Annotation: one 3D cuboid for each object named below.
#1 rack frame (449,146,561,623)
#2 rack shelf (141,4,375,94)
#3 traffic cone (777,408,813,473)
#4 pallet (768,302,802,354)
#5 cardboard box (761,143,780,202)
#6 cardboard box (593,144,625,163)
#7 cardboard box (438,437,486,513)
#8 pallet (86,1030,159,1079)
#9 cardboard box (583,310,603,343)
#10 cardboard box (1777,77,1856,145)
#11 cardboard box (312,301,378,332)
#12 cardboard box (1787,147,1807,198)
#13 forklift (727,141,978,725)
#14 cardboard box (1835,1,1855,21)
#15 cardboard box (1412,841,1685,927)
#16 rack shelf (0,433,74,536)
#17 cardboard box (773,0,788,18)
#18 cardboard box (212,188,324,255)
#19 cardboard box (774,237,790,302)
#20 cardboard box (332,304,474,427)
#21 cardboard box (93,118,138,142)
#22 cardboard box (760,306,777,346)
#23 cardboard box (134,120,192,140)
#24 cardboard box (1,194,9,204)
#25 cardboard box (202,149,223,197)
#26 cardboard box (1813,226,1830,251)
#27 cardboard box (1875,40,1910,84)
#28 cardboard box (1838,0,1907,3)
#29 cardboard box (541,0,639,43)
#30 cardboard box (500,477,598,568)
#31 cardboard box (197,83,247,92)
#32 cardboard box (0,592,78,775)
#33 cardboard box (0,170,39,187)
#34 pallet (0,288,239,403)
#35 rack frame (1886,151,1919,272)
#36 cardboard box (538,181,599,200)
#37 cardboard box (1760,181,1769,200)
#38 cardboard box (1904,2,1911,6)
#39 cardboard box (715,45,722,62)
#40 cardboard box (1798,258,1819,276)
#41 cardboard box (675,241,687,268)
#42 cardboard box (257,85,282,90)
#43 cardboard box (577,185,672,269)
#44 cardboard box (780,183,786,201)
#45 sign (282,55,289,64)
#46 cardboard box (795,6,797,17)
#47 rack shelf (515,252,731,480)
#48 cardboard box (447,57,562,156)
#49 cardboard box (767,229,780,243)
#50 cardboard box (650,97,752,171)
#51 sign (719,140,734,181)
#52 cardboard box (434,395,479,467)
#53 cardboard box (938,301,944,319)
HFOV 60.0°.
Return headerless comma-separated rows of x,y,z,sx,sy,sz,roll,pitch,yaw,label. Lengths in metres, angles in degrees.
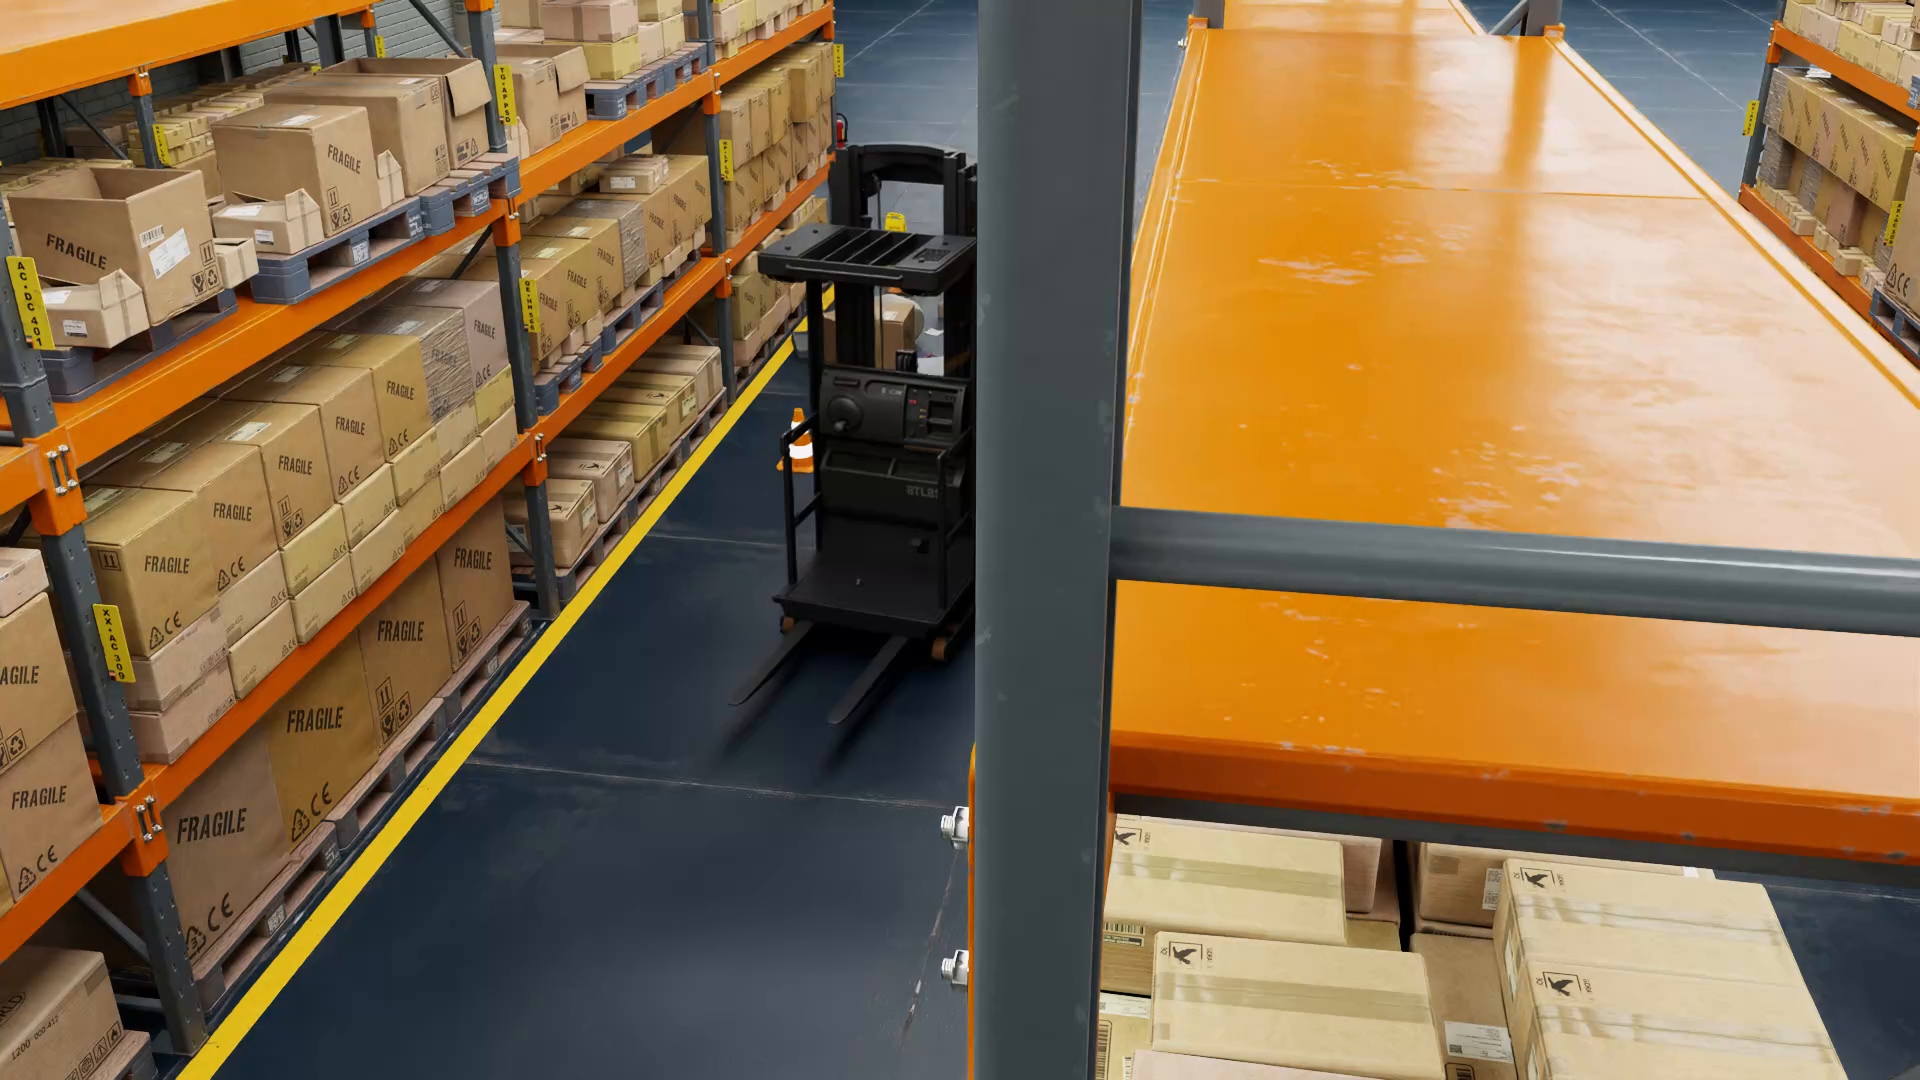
-3.080,-0.892,10.118,1.000,3.000,0.127,4,25,9,rack frame
-6.997,-4.777,15.727,1.077,0.370,4.000,4,25,9,rack shelf
-1.248,-0.801,12.915,0.336,0.463,0.334,4,25,9,traffic cone
-2.154,-2.097,15.982,1.003,0.211,1.213,4,25,9,pallet
-1.925,-3.331,14.858,0.500,0.500,0.500,4,25,8,cardboard box
-2.852,-3.057,13.013,0.380,0.149,0.250,4,25,8,cardboard box
-2.974,-0.380,9.201,0.500,0.250,0.500,4,25,9,cardboard box
-3.935,2.356,6.467,1.003,0.211,1.213,4,25,9,pallet
-2.608,-1.433,11.073,0.380,0.149,0.250,4,25,9,cardboard box
7.557,-3.765,14.606,0.500,0.500,0.500,4,25,9,cardboard box
-3.473,-0.993,9.036,0.500,0.500,0.500,4,25,9,cardboard box
7.924,-3.286,14.763,0.875,0.500,0.500,4,25,9,cardboard box
-0.485,-0.772,9.942,1.130,2.935,3.031,8,26,17,forklift
7.485,-4.382,13.742,0.380,0.149,0.250,3,25,6,cardboard box
0.944,0.506,2.708,0.380,0.149,0.250,5,25,10,cardboard box
-4.060,0.584,4.274,1.077,0.370,4.000,4,25,9,rack shelf
-1.834,-4.792,14.737,0.500,0.250,0.500,4,25,9,cardboard box
-3.090,-1.447,7.428,0.396,0.266,0.258,6,26,13,cardboard box
-1.901,-2.519,15.457,0.500,0.500,0.500,5,26,11,cardboard box
-2.982,-0.941,8.925,0.500,0.500,0.500,4,25,9,cardboard box
-7.488,-3.638,14.750,0.380,0.149,0.250,3,25,7,cardboard box
-1.987,-1.962,15.152,0.500,0.250,0.500,5,26,11,cardboard box
-7.043,-3.611,14.692,0.380,0.149,0.250,4,25,9,cardboard box
-7.340,-2.552,12.781,0.380,0.149,0.250,4,25,9,cardboard box
-6.925,-3.339,15.228,0.500,0.500,0.500,4,25,9,cardboard box
7.355,-2.501,13.852,0.380,0.149,0.250,4,25,9,cardboard box
7.263,-3.596,12.532,0.500,0.250,0.500,5,25,10,cardboard box
7.495,-4.714,13.687,0.500,0.500,0.500,4,25,8,cardboard box
-2.540,-3.593,11.441,0.500,0.250,0.500,4,25,9,cardboard box
-2.978,-0.128,11.089,0.950,0.372,0.625,2,25,5,cardboard box
-7.255,-4.393,16.362,0.380,0.149,0.250,3,25,7,cardboard box
-3.538,0.499,5.848,0.500,0.500,0.500,4,25,8,cardboard box
-7.730,-2.902,13.527,0.380,0.149,0.250,4,25,8,cardboard box
-3.632,-0.878,6.775,0.805,0.209,1.217,3,25,6,pallet
7.351,-1.879,12.225,1.000,3.000,0.127,4,25,9,rack frame
-2.961,-2.344,12.255,0.500,0.500,0.500,4,25,8,cardboard box
7.663,-3.232,15.413,0.380,0.149,0.250,4,25,9,cardboard box
7.991,-4.461,13.910,0.380,0.149,0.250,4,25,9,cardboard box
-2.130,-3.925,13.354,0.380,0.149,0.250,4,25,8,cardboard box
7.886,-2.350,15.685,0.500,0.500,0.500,9,27,18,cardboard box
-2.305,-2.188,12.687,0.380,0.149,0.250,4,25,8,cardboard box
-6.630,-4.349,16.269,0.380,0.149,0.250,5,25,10,cardboard box
-2.445,-2.303,12.169,0.500,0.500,0.500,5,26,10,cardboard box
-1.826,-3.203,15.350,0.380,0.149,0.250,4,25,8,cardboard box
-7.217,-5.049,17.885,0.100,0.325,0.005,4,25,9,sign
-1.747,-4.998,15.647,0.380,0.149,0.250,4,25,9,cardboard box
-2.753,-1.403,12.058,1.077,0.370,4.000,4,25,9,rack shelf
-2.915,-2.692,10.306,0.700,0.500,0.500,4,25,9,cardboard box
-1.860,-2.748,15.180,0.380,0.149,0.250,5,26,12,cardboard box
-2.140,-3.367,13.757,0.700,0.500,0.500,4,25,8,cardboard box
-1.878,-3.053,13.368,0.100,0.325,0.005,4,25,9,sign
-2.989,-0.616,9.115,0.500,0.250,0.500,3,25,7,cardboard box
0.006,-2.259,16.401,0.380,0.149,0.250,19,31,35,cardboard box
